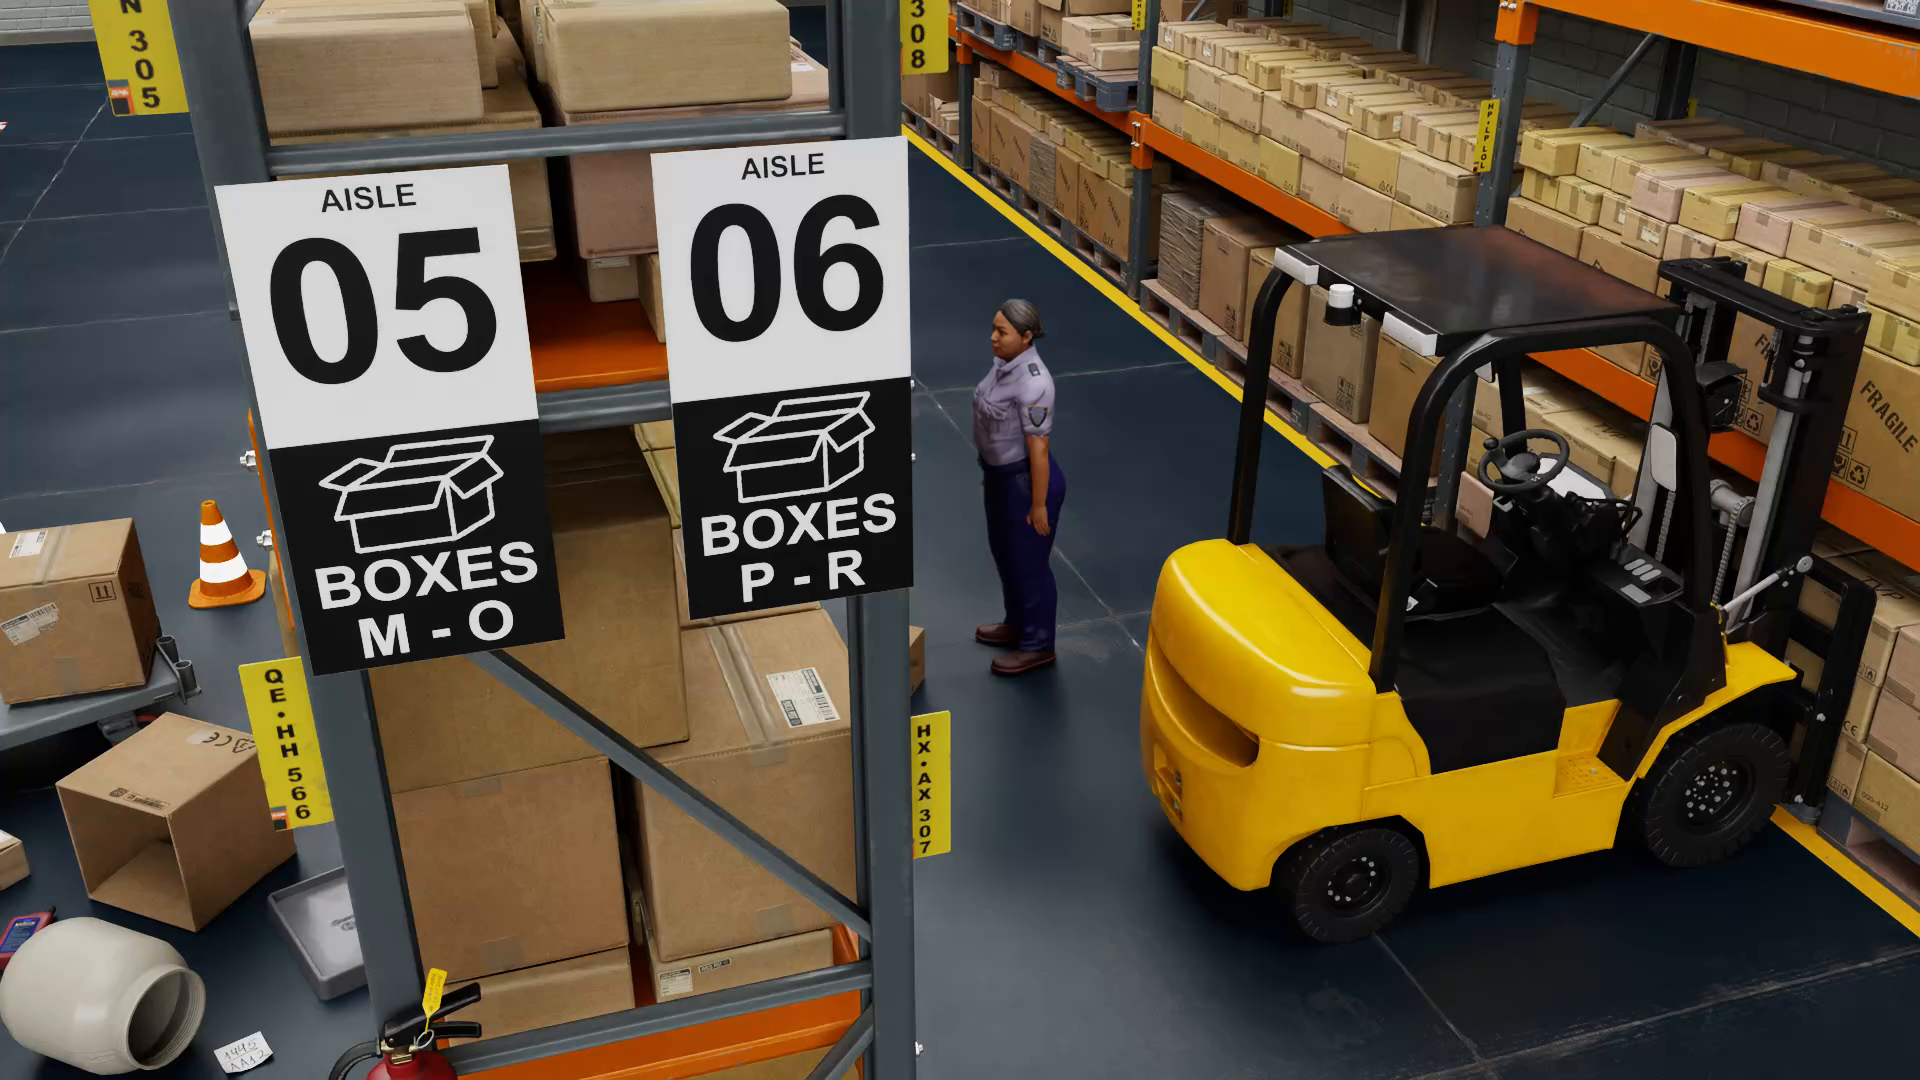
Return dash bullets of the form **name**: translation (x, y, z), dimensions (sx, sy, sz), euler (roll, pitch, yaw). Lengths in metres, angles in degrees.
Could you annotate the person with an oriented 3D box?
- **person**: translation (0.247, -0.229, 7.059), dimensions (0.364, 1.655, 0.501), euler (-7, 27, -14)
